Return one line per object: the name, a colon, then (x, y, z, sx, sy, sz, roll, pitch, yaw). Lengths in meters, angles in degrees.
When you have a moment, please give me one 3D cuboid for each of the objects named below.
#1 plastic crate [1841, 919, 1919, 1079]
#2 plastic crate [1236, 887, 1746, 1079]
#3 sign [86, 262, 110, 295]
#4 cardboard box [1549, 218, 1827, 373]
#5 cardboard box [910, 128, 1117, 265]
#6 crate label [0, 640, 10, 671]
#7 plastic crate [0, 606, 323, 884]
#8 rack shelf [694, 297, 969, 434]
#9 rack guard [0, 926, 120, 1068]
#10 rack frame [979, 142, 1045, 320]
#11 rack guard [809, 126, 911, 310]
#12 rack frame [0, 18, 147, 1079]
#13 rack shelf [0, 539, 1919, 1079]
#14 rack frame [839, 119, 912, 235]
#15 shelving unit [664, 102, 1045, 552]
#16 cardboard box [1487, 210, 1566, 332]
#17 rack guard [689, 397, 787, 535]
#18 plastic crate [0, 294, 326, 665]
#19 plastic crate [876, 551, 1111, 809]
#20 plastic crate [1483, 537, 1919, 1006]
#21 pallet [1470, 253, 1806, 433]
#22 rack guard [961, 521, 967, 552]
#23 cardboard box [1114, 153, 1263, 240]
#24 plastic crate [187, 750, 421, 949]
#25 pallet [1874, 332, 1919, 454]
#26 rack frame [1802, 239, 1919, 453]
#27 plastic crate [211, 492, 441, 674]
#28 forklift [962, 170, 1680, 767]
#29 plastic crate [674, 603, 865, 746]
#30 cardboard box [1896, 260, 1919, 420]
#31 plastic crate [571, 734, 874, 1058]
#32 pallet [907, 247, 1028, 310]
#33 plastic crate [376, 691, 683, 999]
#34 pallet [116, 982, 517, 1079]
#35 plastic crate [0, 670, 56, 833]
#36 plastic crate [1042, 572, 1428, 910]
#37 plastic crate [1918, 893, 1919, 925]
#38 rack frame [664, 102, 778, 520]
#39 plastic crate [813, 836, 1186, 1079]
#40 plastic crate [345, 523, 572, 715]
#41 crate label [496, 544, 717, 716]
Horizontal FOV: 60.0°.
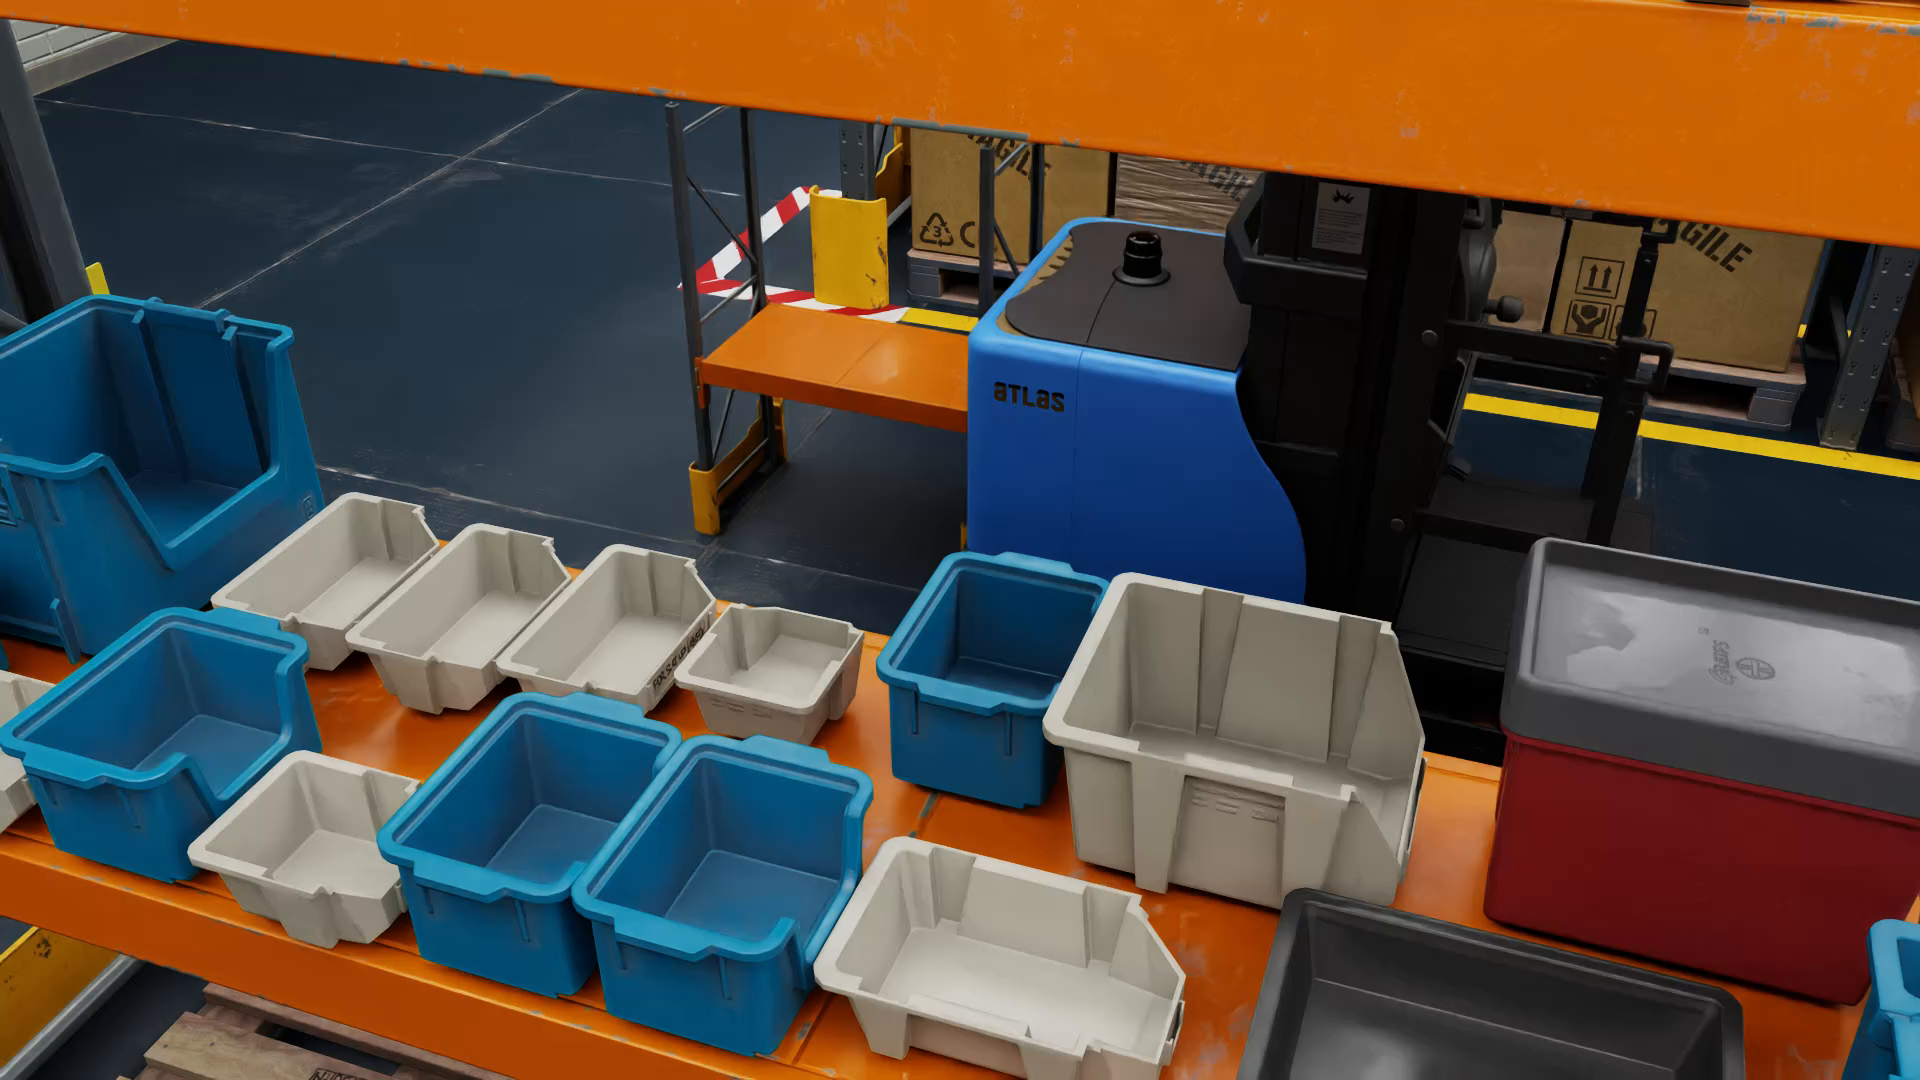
plastic crate: (1.253, 0.745, 1.790, 0.575, 0.384, 0.392, 11, 34, 16)
plastic crate: (0.664, 0.698, 2.103, 0.590, 0.125, 0.437, 11, 34, 16)
sign: (-1.787, -0.410, 3.469, 0.005, 0.325, 0.100, 11, 34, 16)
cardboard box: (2.885, -1.300, 6.569, 0.875, 0.875, 0.875, 11, 34, 16)
cardboard box: (0.343, -1.794, 7.335, 0.875, 0.875, 0.875, 11, 34, 16)
crate label: (-1.836, 0.201, 2.772, 0.303, 0.233, 0.416, 11, 34, 16)
plastic crate: (-1.216, 0.322, 2.585, 0.300, 0.233, 0.416, 11, 34, 16)
rack shelf: (-0.313, -0.550, 5.551, 1.000, 0.185, 0.538, 12, 35, 18)
rack guard: (-1.984, 0.995, 3.748, 0.348, 0.500, 1.175, 11, 34, 16)
rack frame: (0.160, -0.601, 5.298, 0.032, 1.500, 0.500, 12, 35, 18)
rack guard: (-0.309, -1.541, 7.675, 0.348, 0.500, 1.175, 11, 34, 16)
rack frame: (-1.957, -0.057, 3.073, 0.127, 3.000, 1.000, 11, 34, 16)
rack shelf: (-0.075, 0.611, 2.701, 4.000, 0.370, 1.077, 11, 34, 16)
rack frame: (-0.287, -2.586, 6.990, 0.127, 3.000, 1.000, 11, 34, 16)
shelving unit: (-0.322, -0.703, 5.456, 1.083, 1.500, 0.587, 12, 35, 18)
cardboard box: (2.037, -1.464, 6.824, 0.875, 0.875, 0.875, 11, 34, 16)
rack guard: (-0.785, -0.276, 5.947, 0.087, 0.250, 0.587, 12, 35, 18)
plastic crate: (-1.579, -0.131, 3.100, 0.499, 0.435, 0.616, 11, 34, 16)
plastic crate: (0.062, 0.233, 2.723, 0.300, 0.233, 0.416, 11, 34, 16)
plastic crate: (1.052, 0.331, 2.357, 0.583, 0.464, 0.402, 11, 34, 16)
pallet: (2.790, -0.862, 6.890, 1.213, 0.211, 1.003, 11, 34, 16)
rack guard: (0.142, -0.079, 5.643, 0.087, 0.250, 0.587, 12, 35, 18)
cardboard box: (1.200, -1.627, 7.077, 0.875, 0.875, 0.875, 11, 34, 16)
plastic crate: (-0.924, 0.467, 2.449, 0.298, 0.136, 0.250, 11, 34, 16)
pallet: (4.231, -0.580, 6.454, 1.213, 0.211, 1.003, 11, 34, 16)
rack frame: (3.479, -1.854, 5.857, 0.127, 3.000, 1.000, 11, 34, 16)
plastic crate: (-1.129, 0.085, 3.040, 0.243, 0.136, 0.396, 11, 34, 16)
forklift: (1.577, -0.866, 4.390, 3.031, 2.935, 1.130, 12, 35, 18)
plastic crate: (-0.305, 0.229, 2.818, 0.250, 0.136, 0.298, 11, 34, 16)
cardboard box: (4.088, -1.031, 6.153, 0.875, 0.875, 1.225, 11, 34, 17)
plastic crate: (-0.314, 0.497, 2.314, 0.300, 0.233, 0.416, 11, 34, 16)
pallet: (0.493, -1.308, 7.582, 1.213, 0.211, 1.003, 11, 34, 16)
plastic crate: (-0.597, 0.442, 2.399, 0.300, 0.233, 0.416, 11, 34, 16)
pallet: (-1.194, 1.285, 3.565, 1.213, 0.211, 1.003, 11, 34, 16)
plastic crate: (-1.562, 0.343, 2.642, 0.298, 0.136, 0.250, 11, 34, 16)
plastic crate: (0.433, 0.326, 2.534, 0.530, 0.282, 0.437, 11, 34, 16)
plastic crate: (1.418, 0.602, 2.240, 0.243, 0.136, 0.396, 11, 34, 16)
rack frame: (-0.787, -0.802, 5.609, 0.032, 1.500, 0.500, 12, 35, 18)
plastic crate: (0.067, 0.595, 2.251, 0.466, 0.136, 0.293, 11, 34, 16)
plastic crate: (-0.861, 0.146, 2.947, 0.243, 0.136, 0.396, 11, 34, 16)
crate label: (-0.590, 0.184, 2.887, 0.243, 0.136, 0.396, 11, 34, 16)
